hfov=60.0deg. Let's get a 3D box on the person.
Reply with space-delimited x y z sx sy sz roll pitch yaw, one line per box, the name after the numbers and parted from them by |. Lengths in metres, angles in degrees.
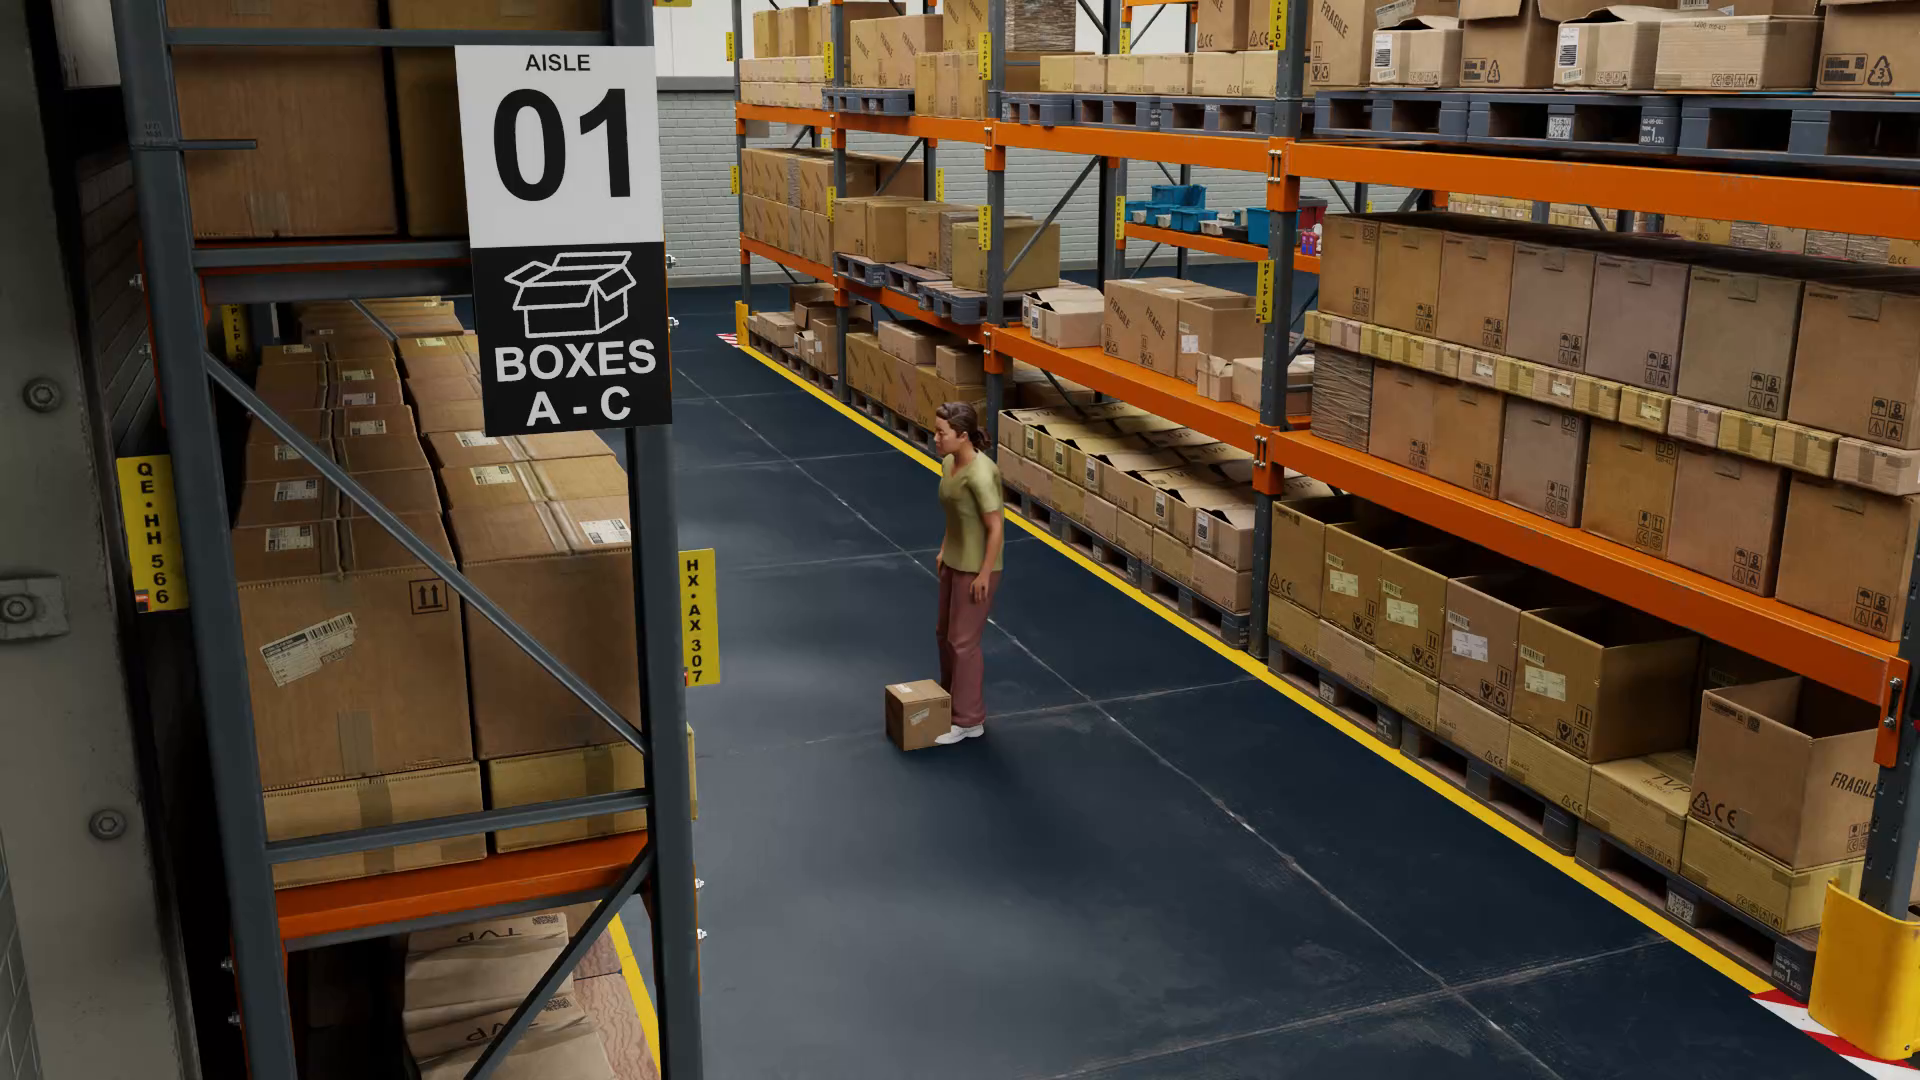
-0.002 0.146 8.010 0.407 1.673 0.515 -7 17 -22 | person
